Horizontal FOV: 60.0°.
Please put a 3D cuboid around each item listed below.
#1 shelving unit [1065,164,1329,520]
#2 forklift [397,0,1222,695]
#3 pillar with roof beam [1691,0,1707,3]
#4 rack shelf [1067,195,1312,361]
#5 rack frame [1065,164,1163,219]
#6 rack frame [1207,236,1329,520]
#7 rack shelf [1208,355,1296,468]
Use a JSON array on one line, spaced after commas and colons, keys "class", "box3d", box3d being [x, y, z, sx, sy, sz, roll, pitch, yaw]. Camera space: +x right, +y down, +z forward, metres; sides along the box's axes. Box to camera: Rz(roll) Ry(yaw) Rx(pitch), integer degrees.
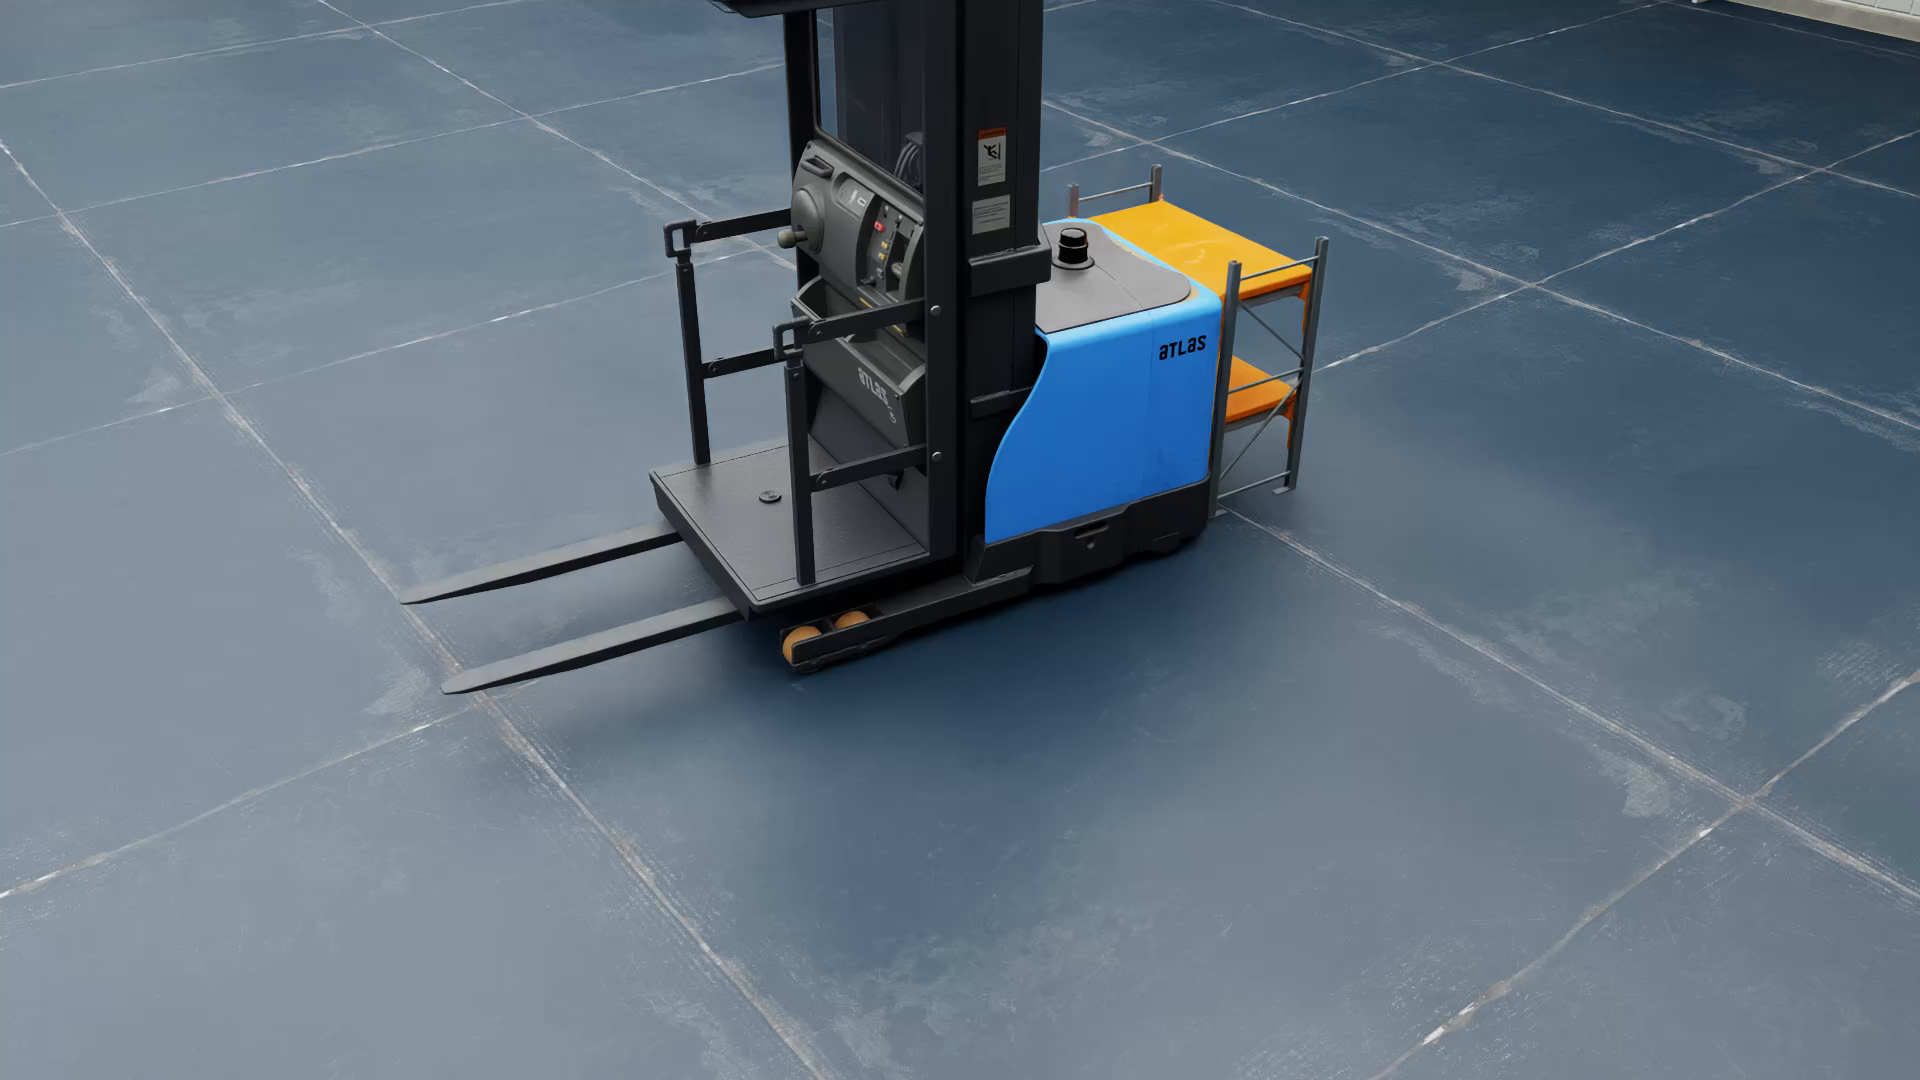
[{"class": "shelving unit", "box3d": [0.944, -0.861, 7.063, 0.538, 1.125, 1.048, -19, 36, -29]}, {"class": "forklift", "box3d": [-0.546, -1.086, 5.721, 3.031, 2.935, 1.130, -16, 35, -24]}, {"class": "pillar with roof beam", "box3d": [2.832, -7.100, 9.653, 9.100, 9.000, 0.400, -22, 38, -31]}, {"class": "rack shelf", "box3d": [0.947, -1.111, 6.911, 0.538, 0.278, 1.000, -19, 36, -29]}, {"class": "rack frame", "box3d": [0.660, -1.084, 7.422, 0.500, 1.125, 0.032, -19, 36, -29]}, {"class": "rack frame", "box3d": [1.227, -0.638, 6.705, 0.500, 1.125, 0.032, -19, 36, -29]}, {"class": "rack shelf", "box3d": [0.941, -0.653, 7.191, 0.538, 0.278, 1.000, -19, 36, -29]}]
